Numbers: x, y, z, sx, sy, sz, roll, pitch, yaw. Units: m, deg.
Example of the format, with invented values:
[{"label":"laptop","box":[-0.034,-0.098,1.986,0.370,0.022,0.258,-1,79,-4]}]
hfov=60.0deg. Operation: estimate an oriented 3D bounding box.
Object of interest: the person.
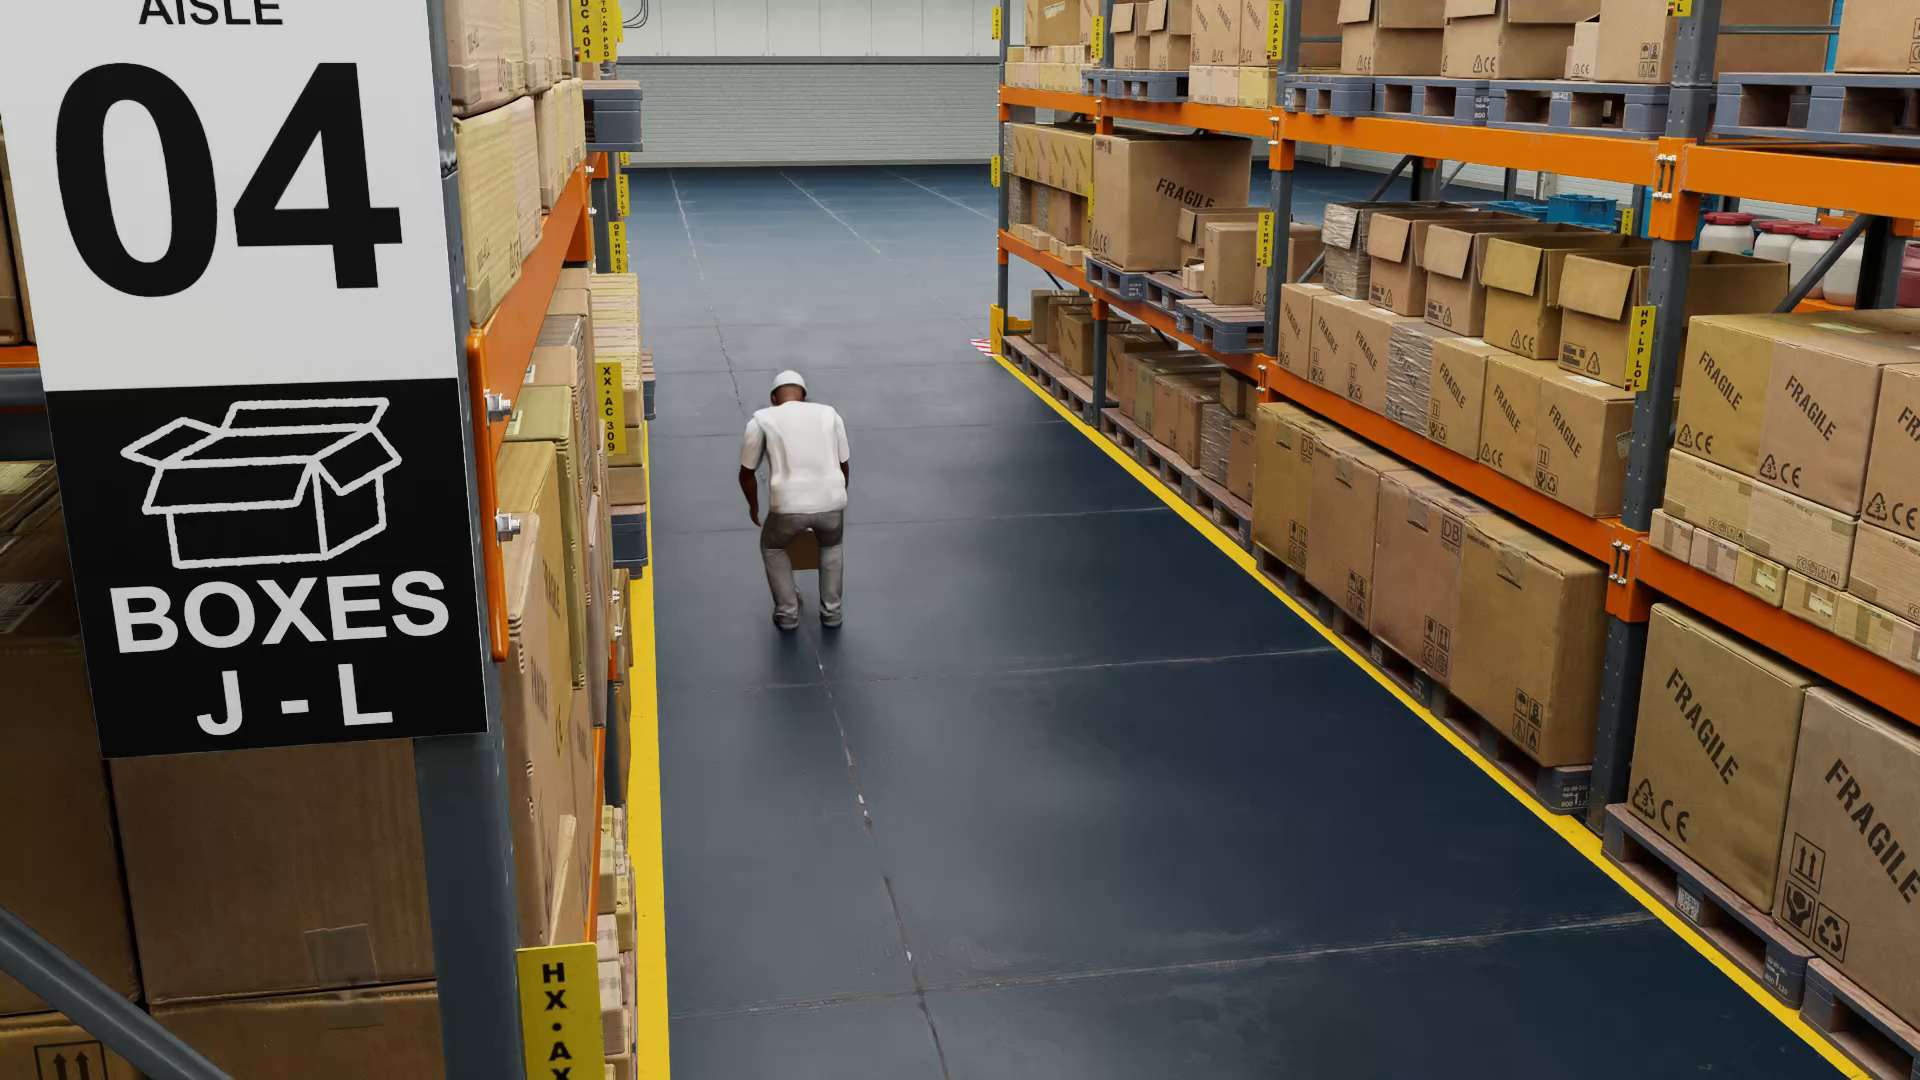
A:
[{"label":"person","box":[-0.922,-0.221,9.399,0.632,1.405,0.762,-3,17,-11]}]
